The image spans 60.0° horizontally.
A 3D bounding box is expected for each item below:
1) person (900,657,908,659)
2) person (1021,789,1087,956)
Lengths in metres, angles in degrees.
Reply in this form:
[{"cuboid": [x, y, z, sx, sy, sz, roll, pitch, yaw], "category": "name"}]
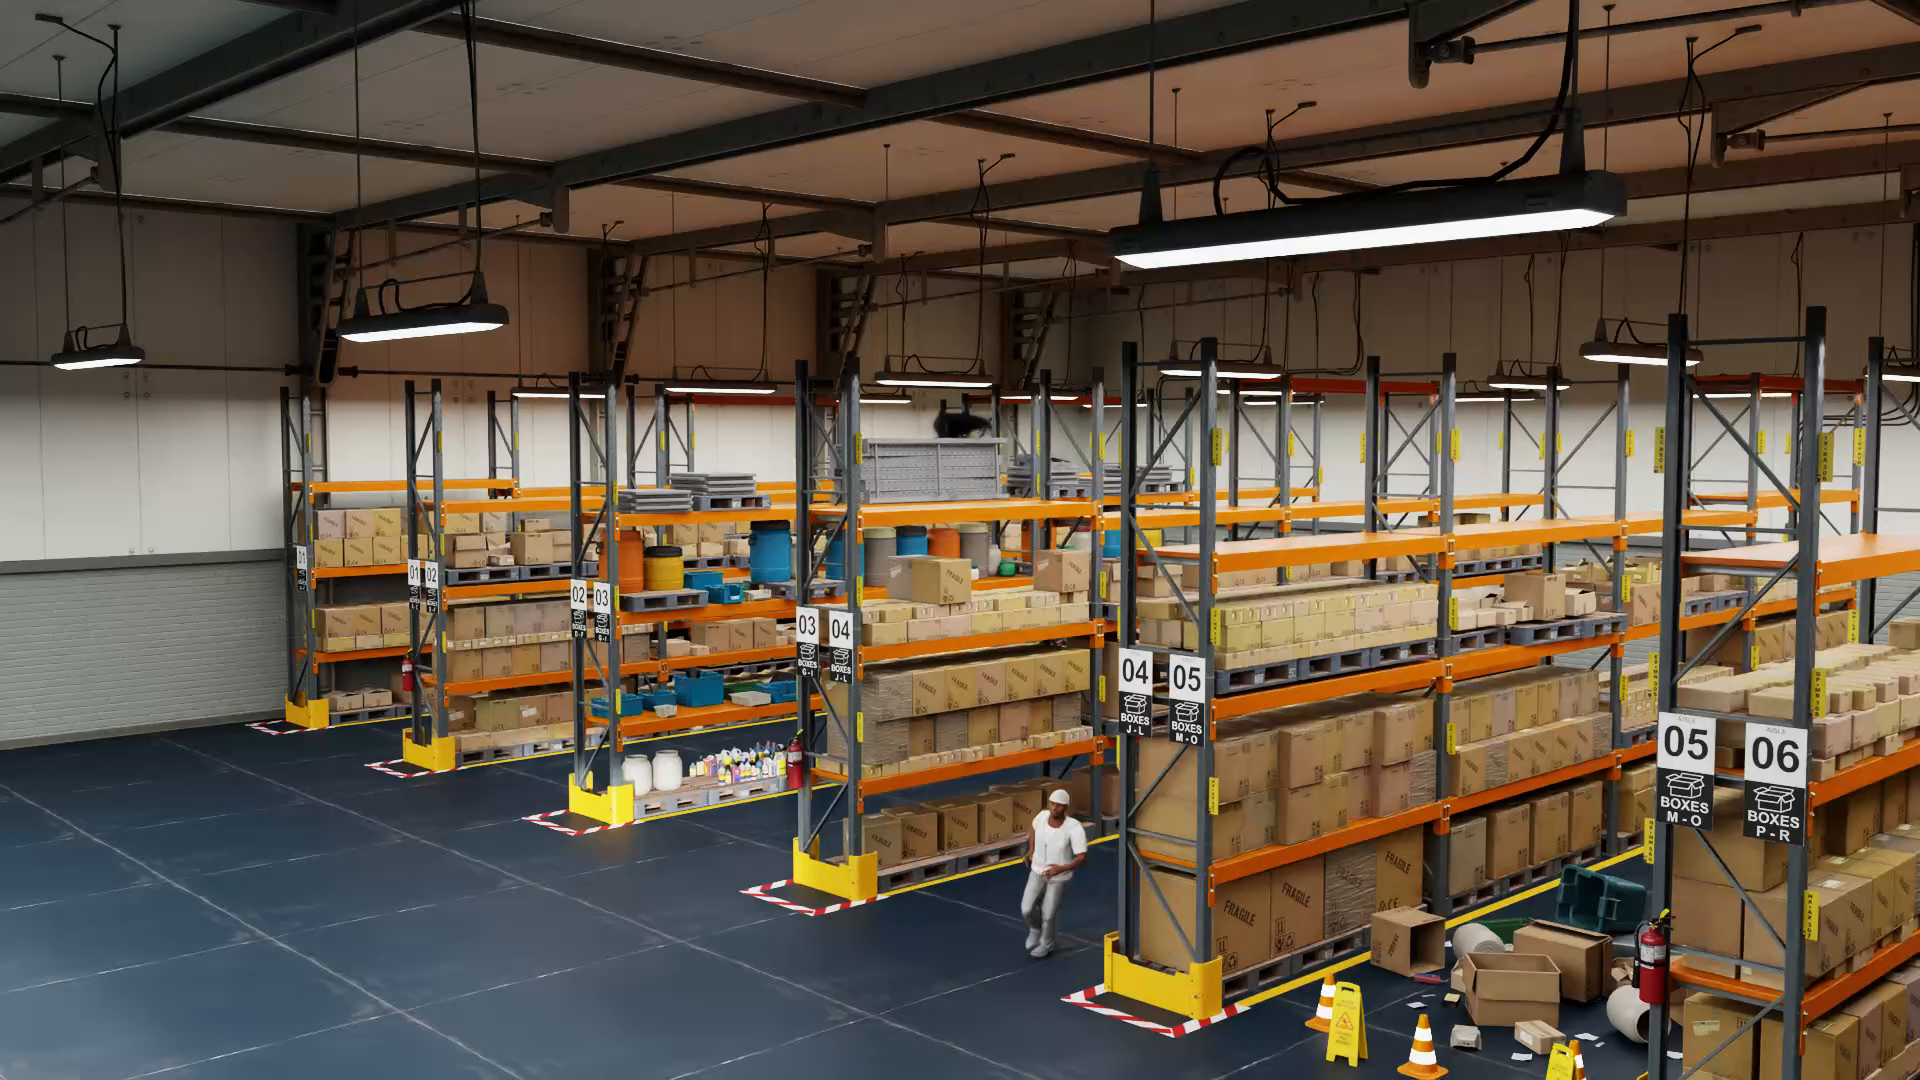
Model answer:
[{"cuboid": [-0.804, 2.517, 29.940, 0.639, 1.491, 0.749, 3, 5, 42], "category": "person"}, {"cuboid": [0.912, 3.269, 16.255, 0.720, 1.711, 0.571, 2, 4, 30], "category": "person"}]
